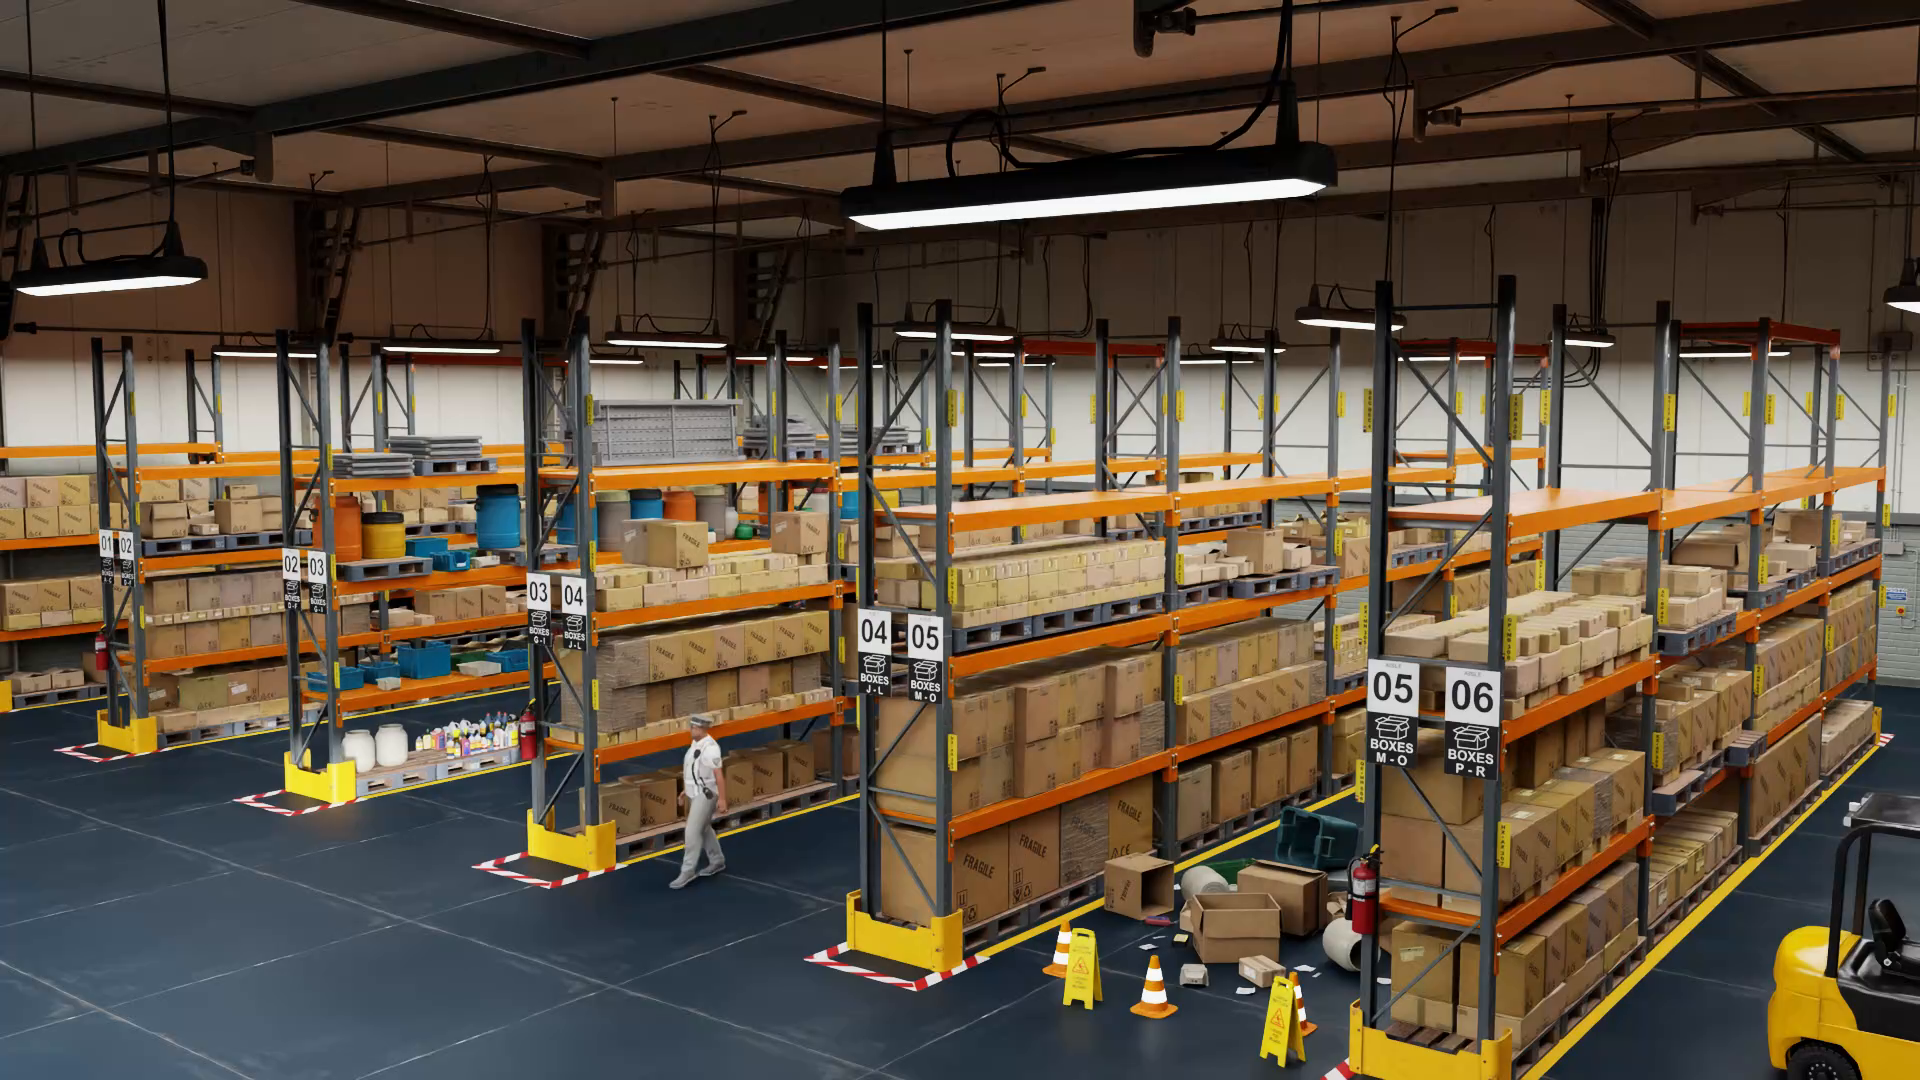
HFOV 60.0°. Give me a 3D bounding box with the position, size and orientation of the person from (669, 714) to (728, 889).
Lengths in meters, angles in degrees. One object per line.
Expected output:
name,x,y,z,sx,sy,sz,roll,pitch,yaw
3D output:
person,-2.839,2.750,17.773,0.725,1.750,0.637,-2,6,-26
